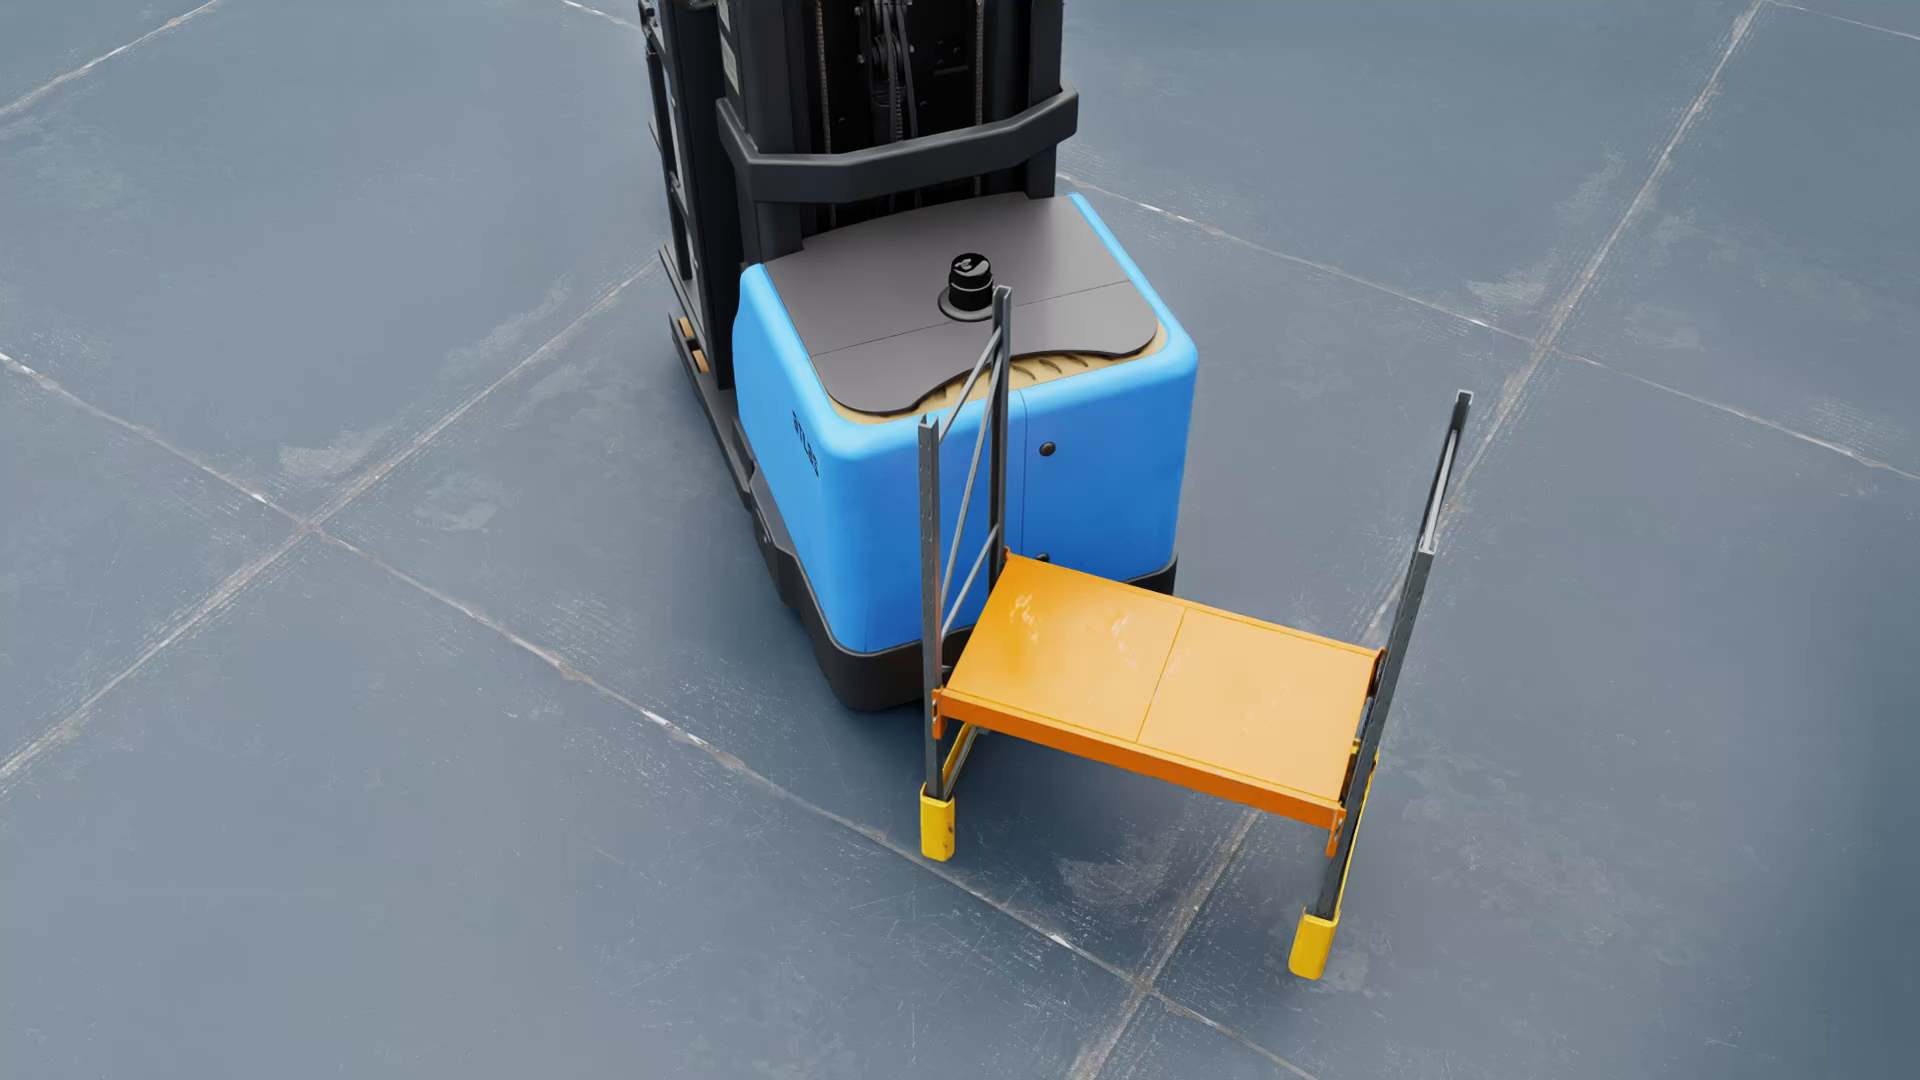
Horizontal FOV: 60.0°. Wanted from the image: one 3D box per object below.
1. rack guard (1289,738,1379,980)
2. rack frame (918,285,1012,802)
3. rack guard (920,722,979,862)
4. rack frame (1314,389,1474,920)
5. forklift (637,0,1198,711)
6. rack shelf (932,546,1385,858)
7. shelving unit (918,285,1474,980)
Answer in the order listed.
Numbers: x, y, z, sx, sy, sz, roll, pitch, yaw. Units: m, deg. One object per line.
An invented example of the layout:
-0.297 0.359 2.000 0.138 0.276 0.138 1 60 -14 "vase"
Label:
0.965 0.814 4.284 0.087 0.250 0.587 15 48 14 "rack guard"
0.014 0.124 4.084 0.032 1.500 0.500 15 48 14 "rack frame"
0.032 0.565 4.527 0.087 0.250 0.587 15 48 14 "rack guard"
0.967 0.379 3.836 0.032 1.500 0.500 15 48 14 "rack frame"
-0.370 -1.615 4.775 1.130 2.935 3.031 -15 48 -14 "forklift"
0.490 0.377 4.089 1.000 0.185 0.538 15 48 14 "rack shelf"
0.499 0.254 3.957 1.083 1.500 0.587 15 48 14 "shelving unit"
